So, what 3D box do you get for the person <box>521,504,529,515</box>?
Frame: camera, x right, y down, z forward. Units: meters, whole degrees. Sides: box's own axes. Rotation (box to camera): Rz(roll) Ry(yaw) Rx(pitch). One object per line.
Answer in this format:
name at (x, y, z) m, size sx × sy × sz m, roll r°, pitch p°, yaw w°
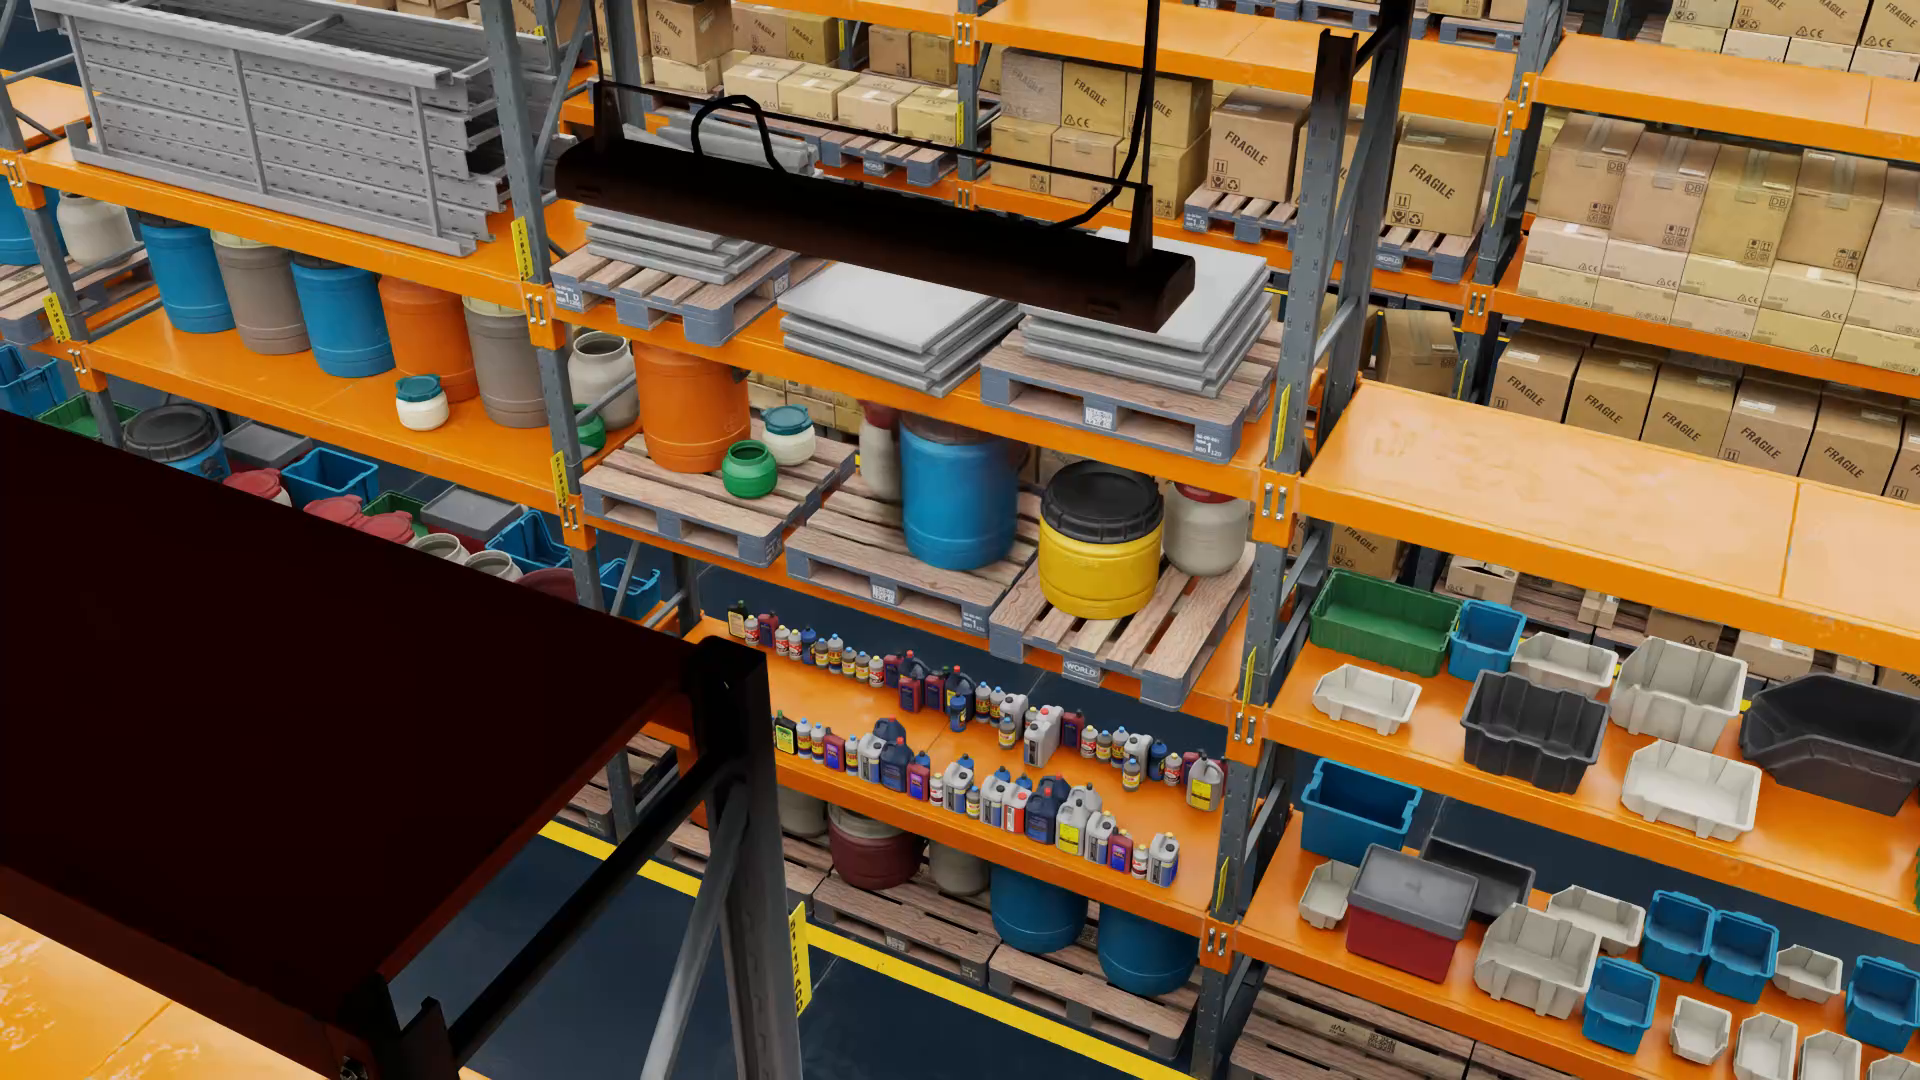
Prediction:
person at (-3.353, 0.153, 12.130) m, size 0.560 × 1.708 × 1.062 m, roll -12°, pitch 37°, yaw -17°
